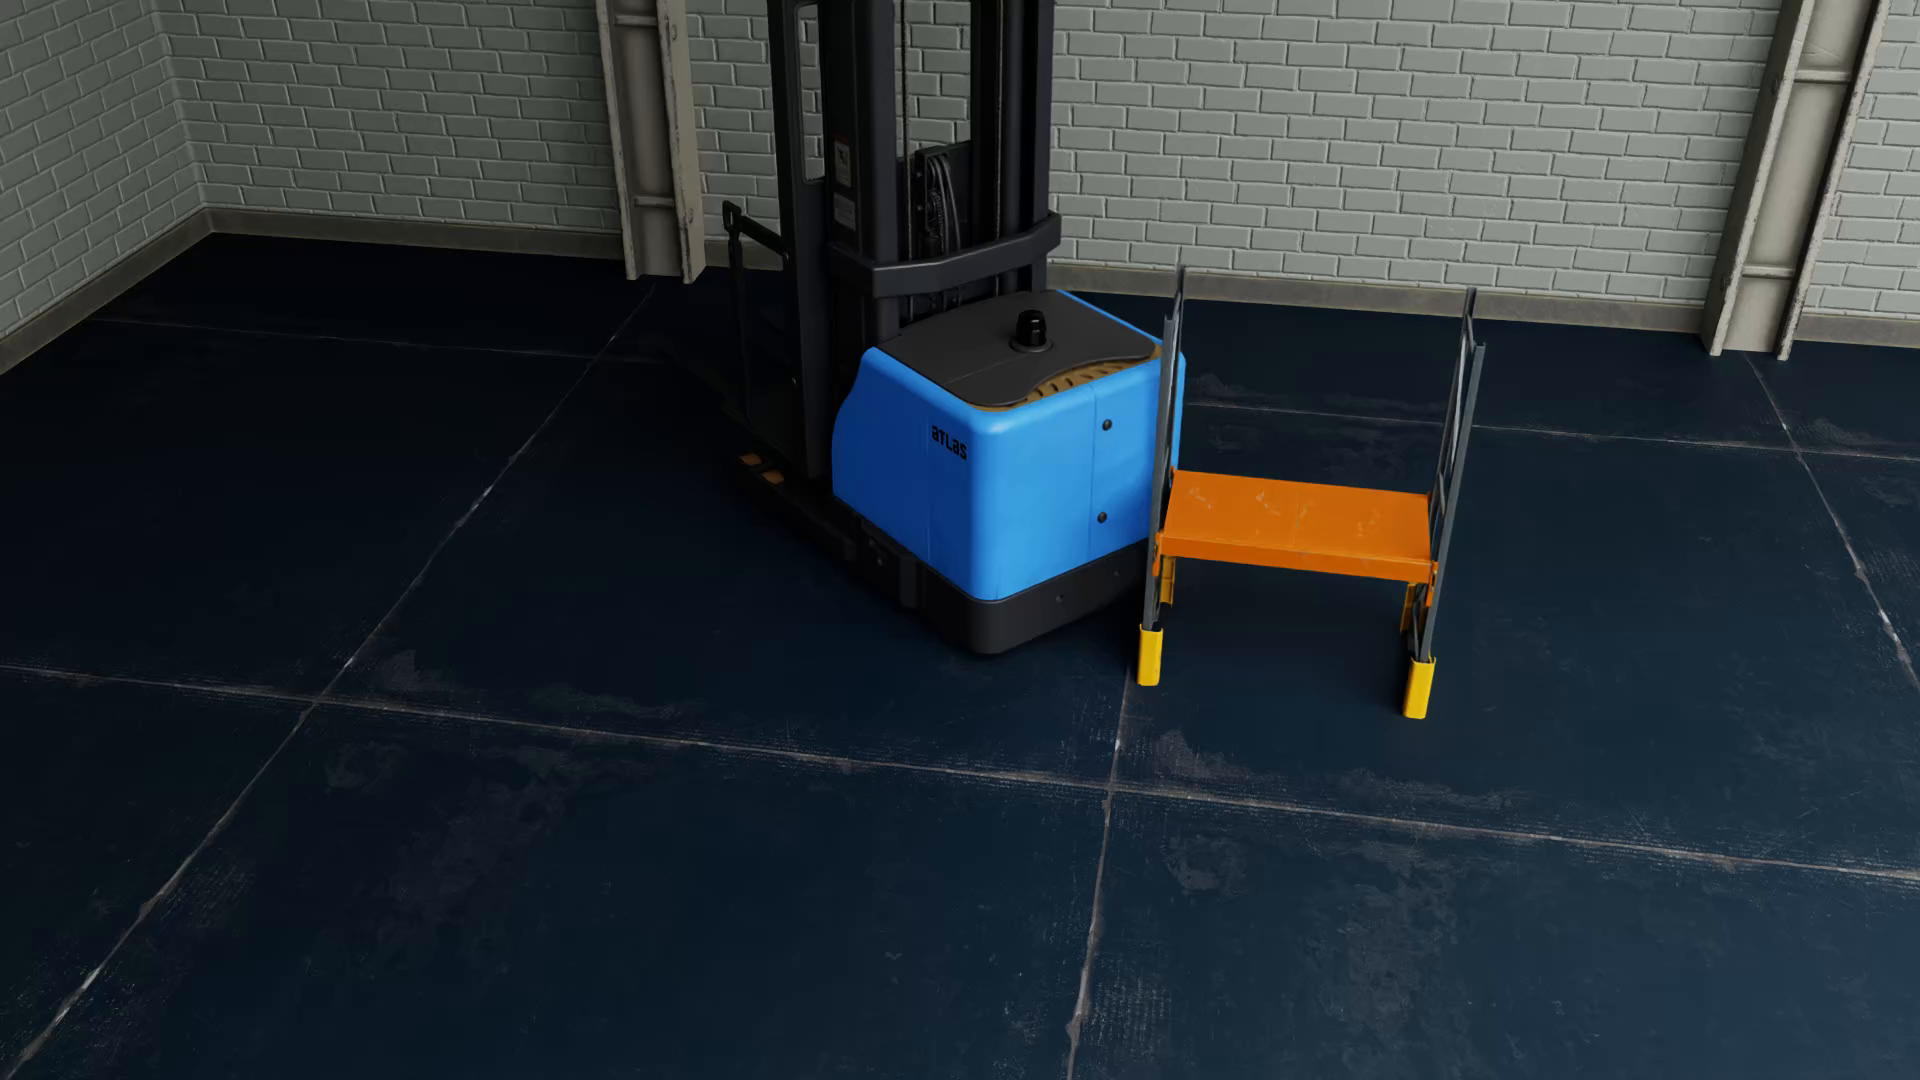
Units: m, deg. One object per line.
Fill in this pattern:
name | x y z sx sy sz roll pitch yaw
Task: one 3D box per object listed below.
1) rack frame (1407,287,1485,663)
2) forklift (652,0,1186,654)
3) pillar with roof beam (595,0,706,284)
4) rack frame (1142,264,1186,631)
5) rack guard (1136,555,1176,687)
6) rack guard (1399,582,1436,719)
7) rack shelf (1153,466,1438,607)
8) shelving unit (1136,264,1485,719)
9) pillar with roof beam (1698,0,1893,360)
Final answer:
rack frame | 1.749 -0.123 6.034 0.032 1.500 0.500 6 33 10
forklift | -0.394 -1.529 6.930 1.130 2.935 3.031 -22 38 -30
pillar with roof beam | -2.445 -3.143 3.790 0.400 9.000 9.100 5 32 8
rack frame | 0.754 -0.232 6.207 0.032 1.500 0.500 6 33 10
rack guard | 0.773 0.300 6.535 0.087 0.250 0.587 6 33 10
rack guard | 1.748 0.406 6.365 0.087 0.250 0.587 6 33 10
rack shelf | 1.251 -0.025 6.216 1.000 0.185 0.538 6 33 10
shelving unit | 1.260 -0.177 6.119 1.083 1.500 0.587 6 33 10
pillar with roof beam | 3.469 -2.607 2.934 0.400 9.000 9.100 5 32 8
